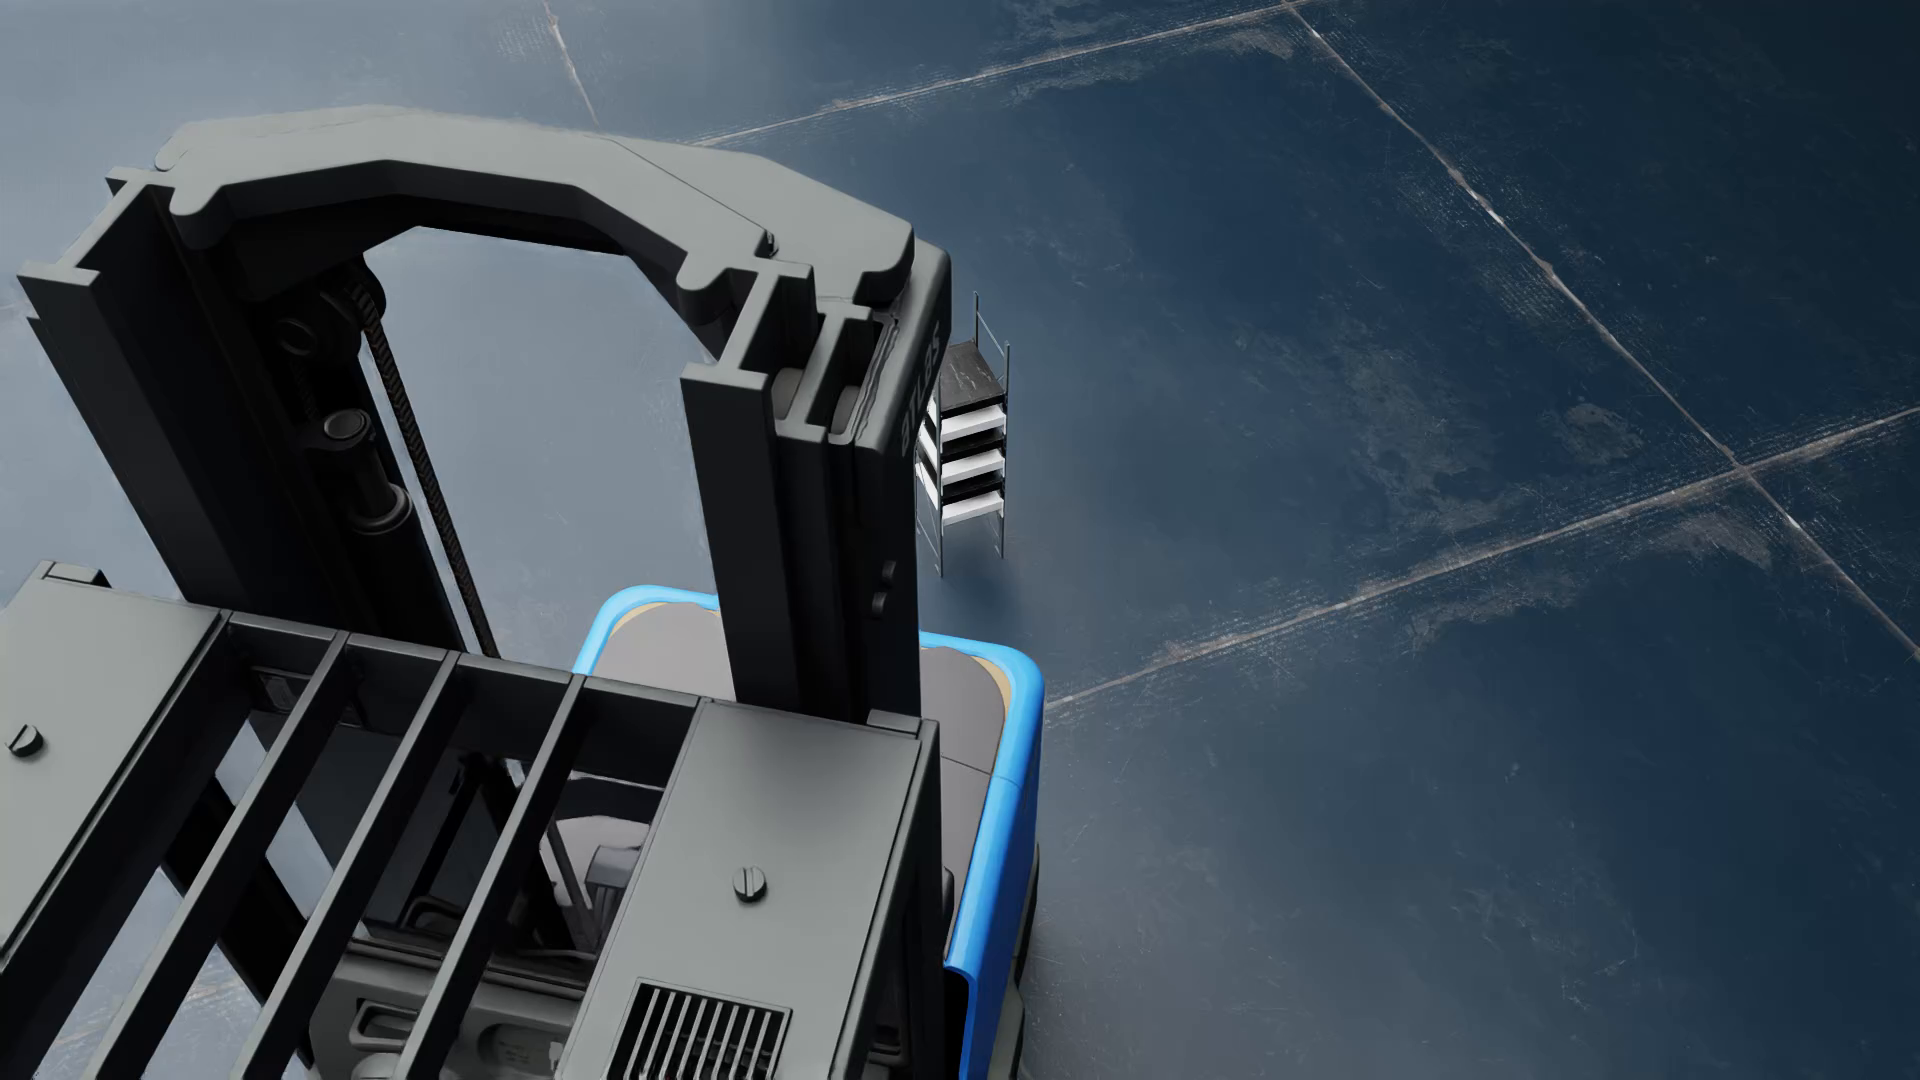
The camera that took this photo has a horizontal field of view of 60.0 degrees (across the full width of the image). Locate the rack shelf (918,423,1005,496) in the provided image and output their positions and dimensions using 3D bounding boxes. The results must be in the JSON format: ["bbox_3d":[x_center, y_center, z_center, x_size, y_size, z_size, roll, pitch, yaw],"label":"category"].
[{"bbox_3d":[-0.008,-0.269,4.932,0.200,0.077,0.258,-17,52,-14],"label":"rack shelf"}]

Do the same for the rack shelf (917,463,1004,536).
[{"bbox_3d":[-0.008,-0.152,5.068,0.200,0.077,0.258,-17,52,-14],"label":"rack shelf"}]

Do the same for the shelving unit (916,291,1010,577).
[{"bbox_3d":[-0.008,-0.291,4.907,0.210,0.900,0.258,-17,52,-14],"label":"shelving unit"}]

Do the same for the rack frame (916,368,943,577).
[{"bbox_3d":[-0.102,-0.262,4.882,0.006,0.900,0.240,-17,52,-14],"label":"rack frame"}]

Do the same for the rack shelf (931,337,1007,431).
[{"bbox_3d":[-0.008,-0.445,4.727,0.200,0.077,0.258,-17,52,-14],"label":"rack shelf"}]

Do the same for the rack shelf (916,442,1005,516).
[{"bbox_3d":[-0.008,-0.211,5.000,0.200,0.077,0.258,-17,52,-14],"label":"rack shelf"}]

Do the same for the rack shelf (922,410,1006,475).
[{"bbox_3d":[-0.008,-0.328,4.864,0.200,0.077,0.258,-17,52,-14],"label":"rack shelf"}]

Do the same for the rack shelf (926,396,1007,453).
[{"bbox_3d":[-0.008,-0.386,4.795,0.200,0.077,0.258,-17,52,-14],"label":"rack shelf"}]

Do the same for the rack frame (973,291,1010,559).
[{"bbox_3d":[0.087,-0.320,4.932,0.006,0.900,0.240,-17,52,-14],"label":"rack frame"}]

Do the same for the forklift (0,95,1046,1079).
[{"bbox_3d":[-0.612,0.993,2.466,1.130,2.935,3.031,9,50,8],"label":"forklift"}]
